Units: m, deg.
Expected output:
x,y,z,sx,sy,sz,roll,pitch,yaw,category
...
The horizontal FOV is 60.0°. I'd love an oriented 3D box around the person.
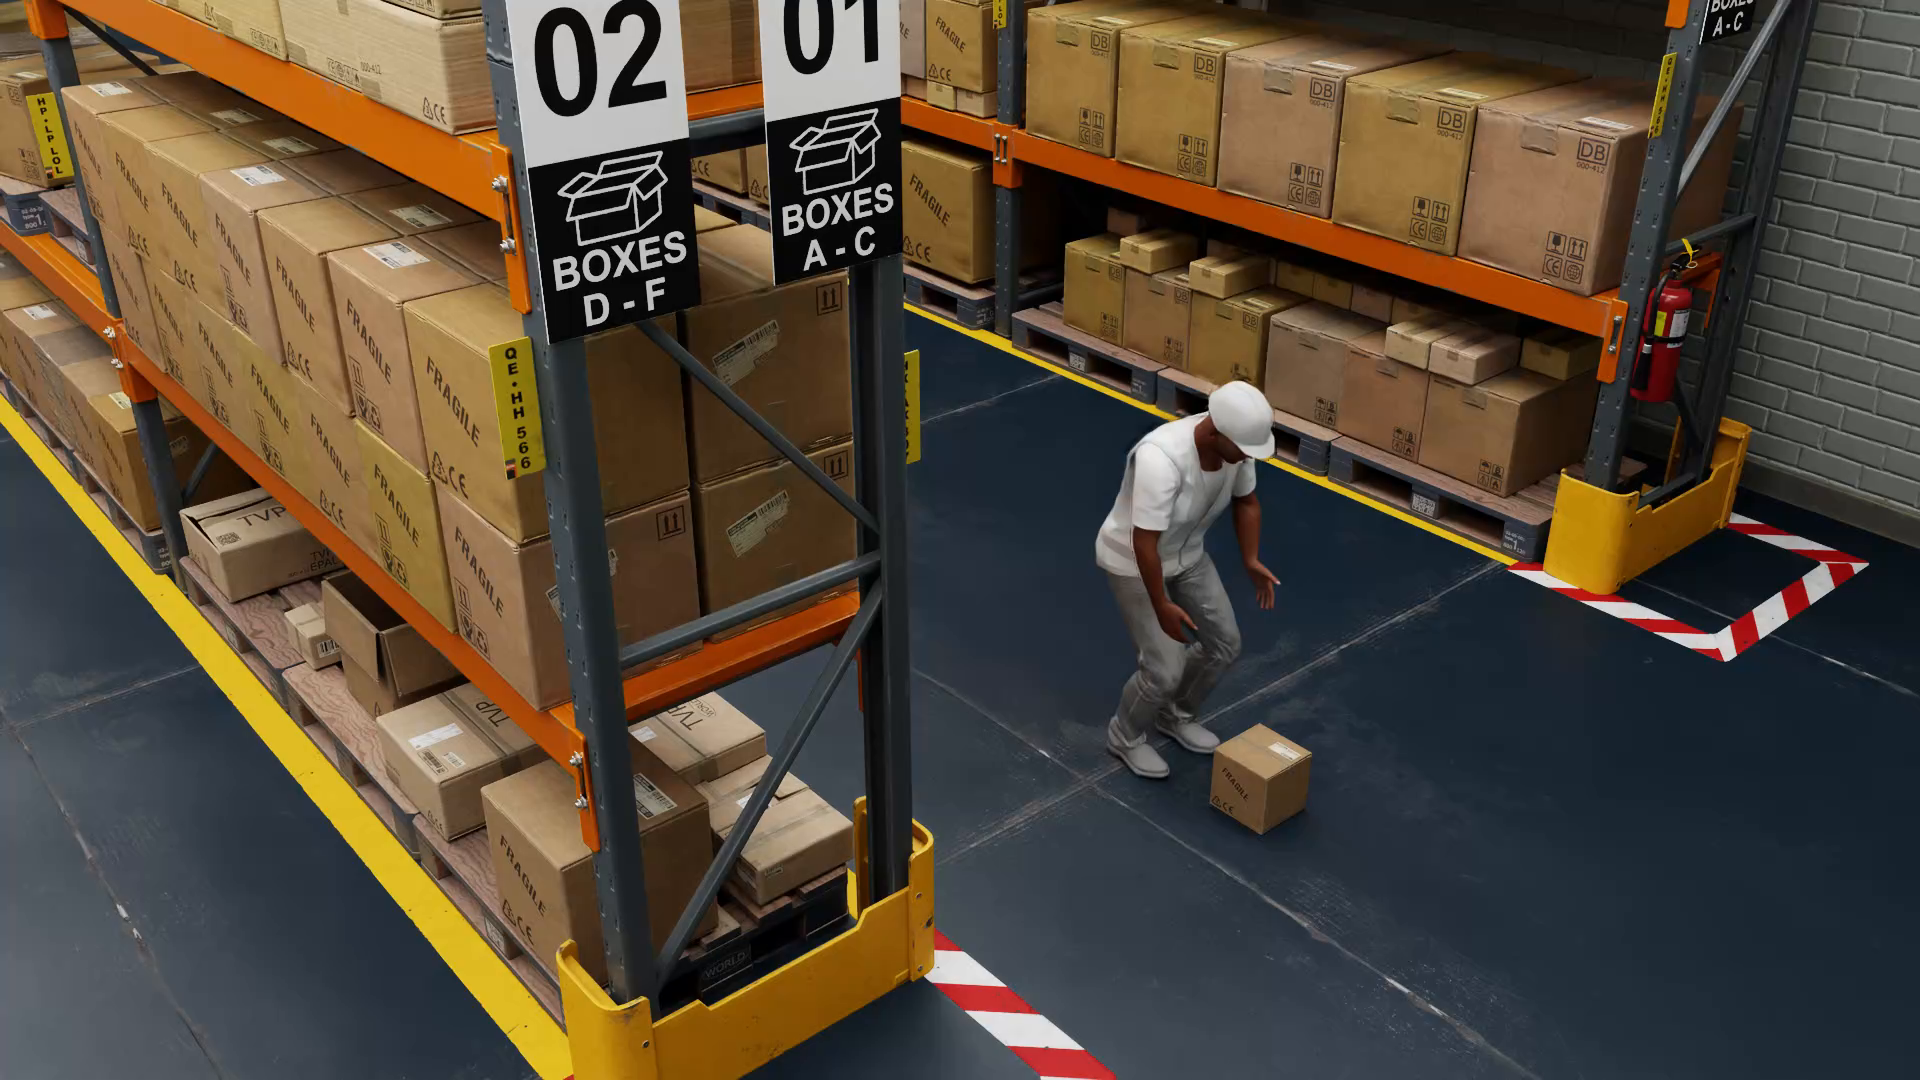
x,y,z,sx,sy,sz,roll,pitch,yaw,category
0.830,0.110,6.079,0.620,1.591,0.622,-21,35,-34,person
